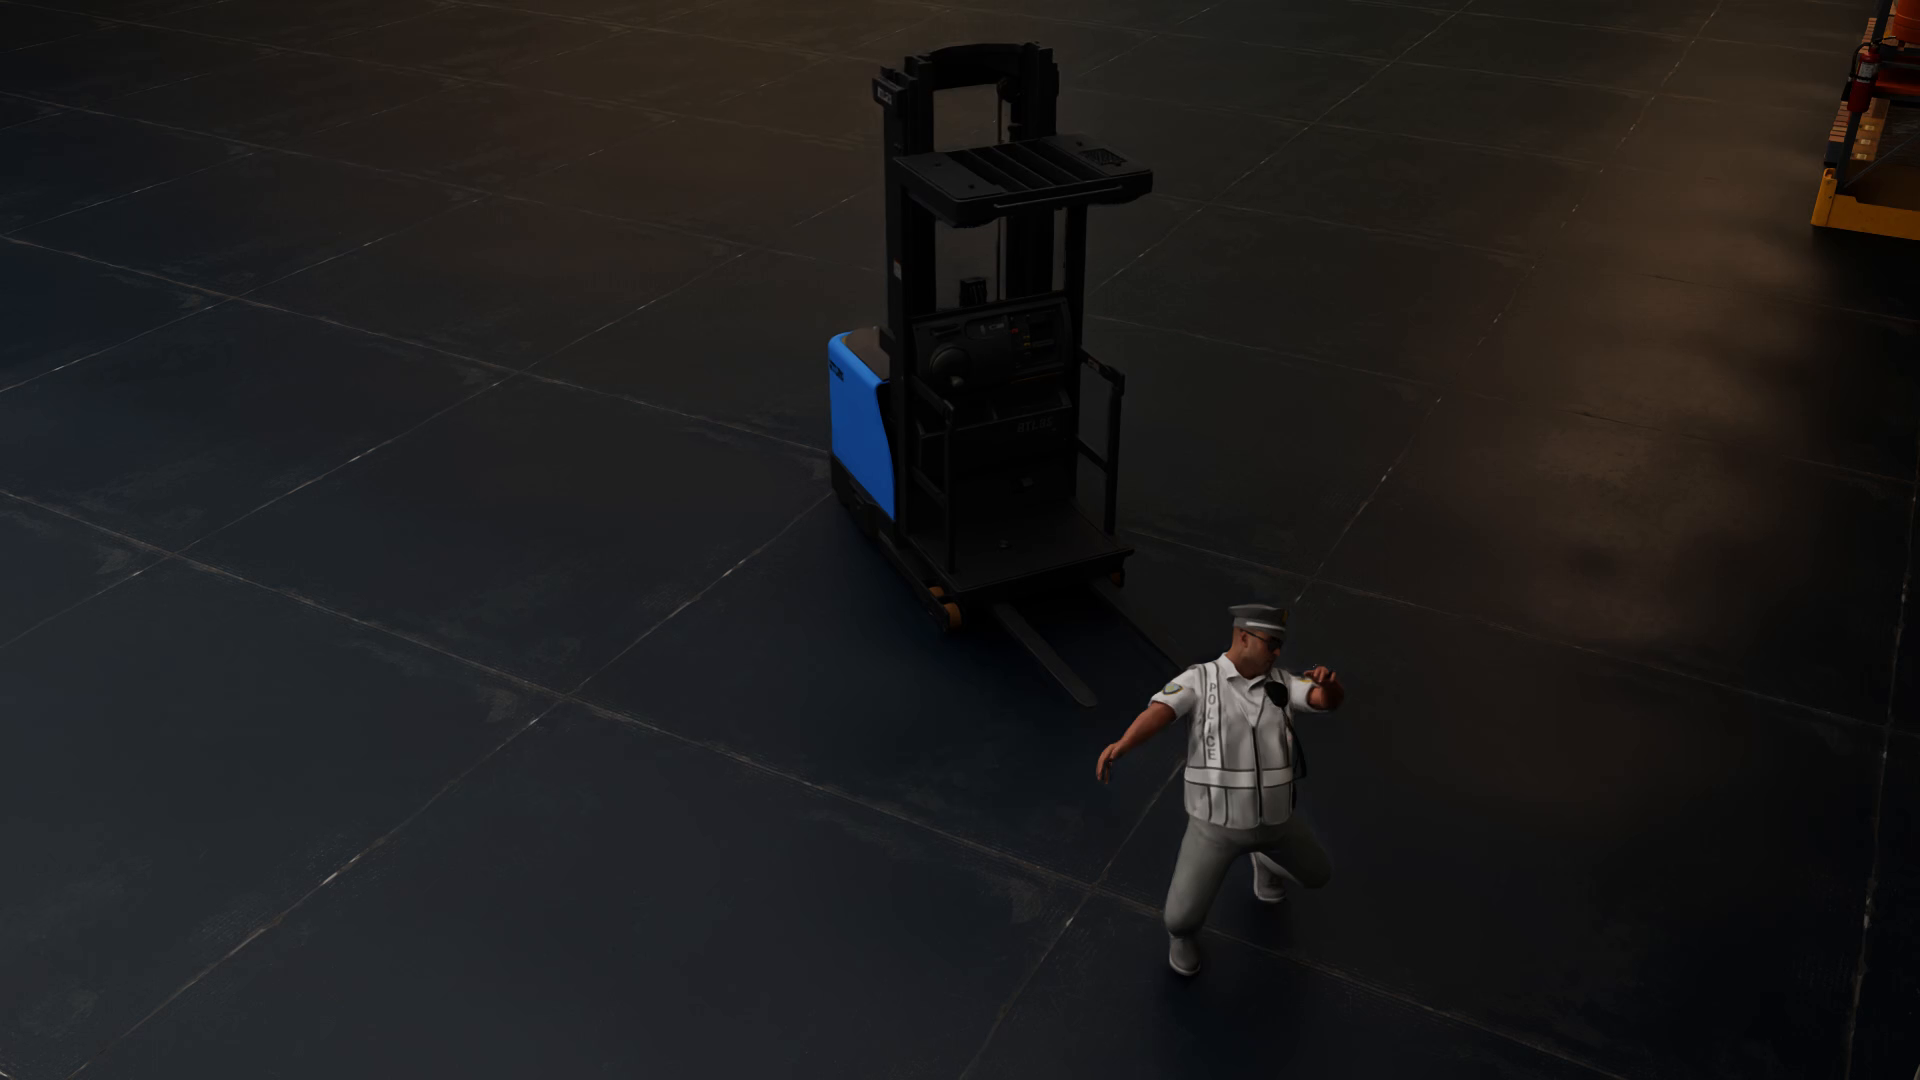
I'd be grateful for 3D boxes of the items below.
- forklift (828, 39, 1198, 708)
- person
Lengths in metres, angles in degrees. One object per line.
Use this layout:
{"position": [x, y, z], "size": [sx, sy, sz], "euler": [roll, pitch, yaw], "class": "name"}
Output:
{"position": [0.277, -1.011, 8.822], "size": [1.130, 2.935, 3.031], "euler": [-13, 33, -22], "class": "forklift"}
{"position": [0.959, 1.040, 6.625], "size": [1.086, 1.558, 0.759], "euler": [-11, 32, -18], "class": "person"}
